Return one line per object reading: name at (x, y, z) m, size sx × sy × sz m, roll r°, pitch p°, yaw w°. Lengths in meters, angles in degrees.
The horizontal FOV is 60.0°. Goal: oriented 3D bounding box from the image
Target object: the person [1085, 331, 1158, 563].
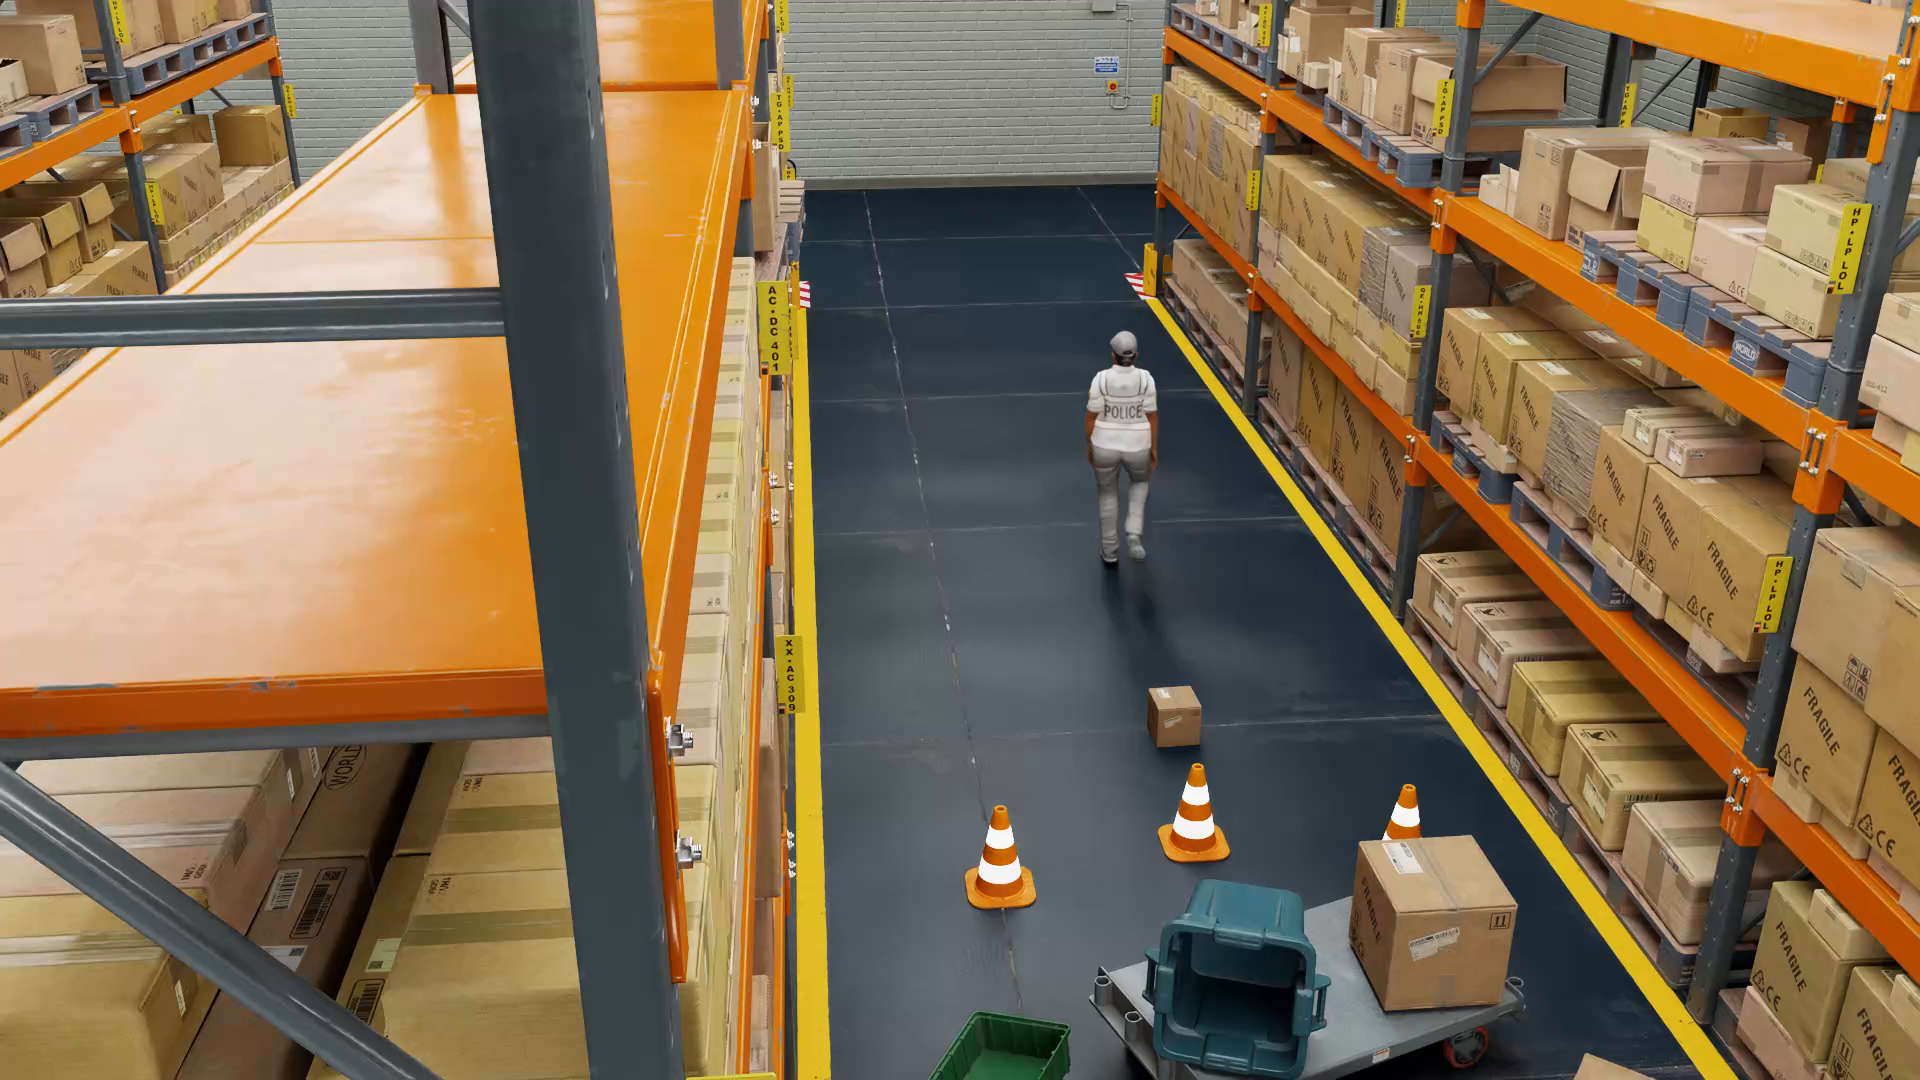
person at (1.110, -0.644, 11.505) m, size 0.505 × 1.679 × 0.454 m, roll 0°, pitch 24°, yaw 0°
